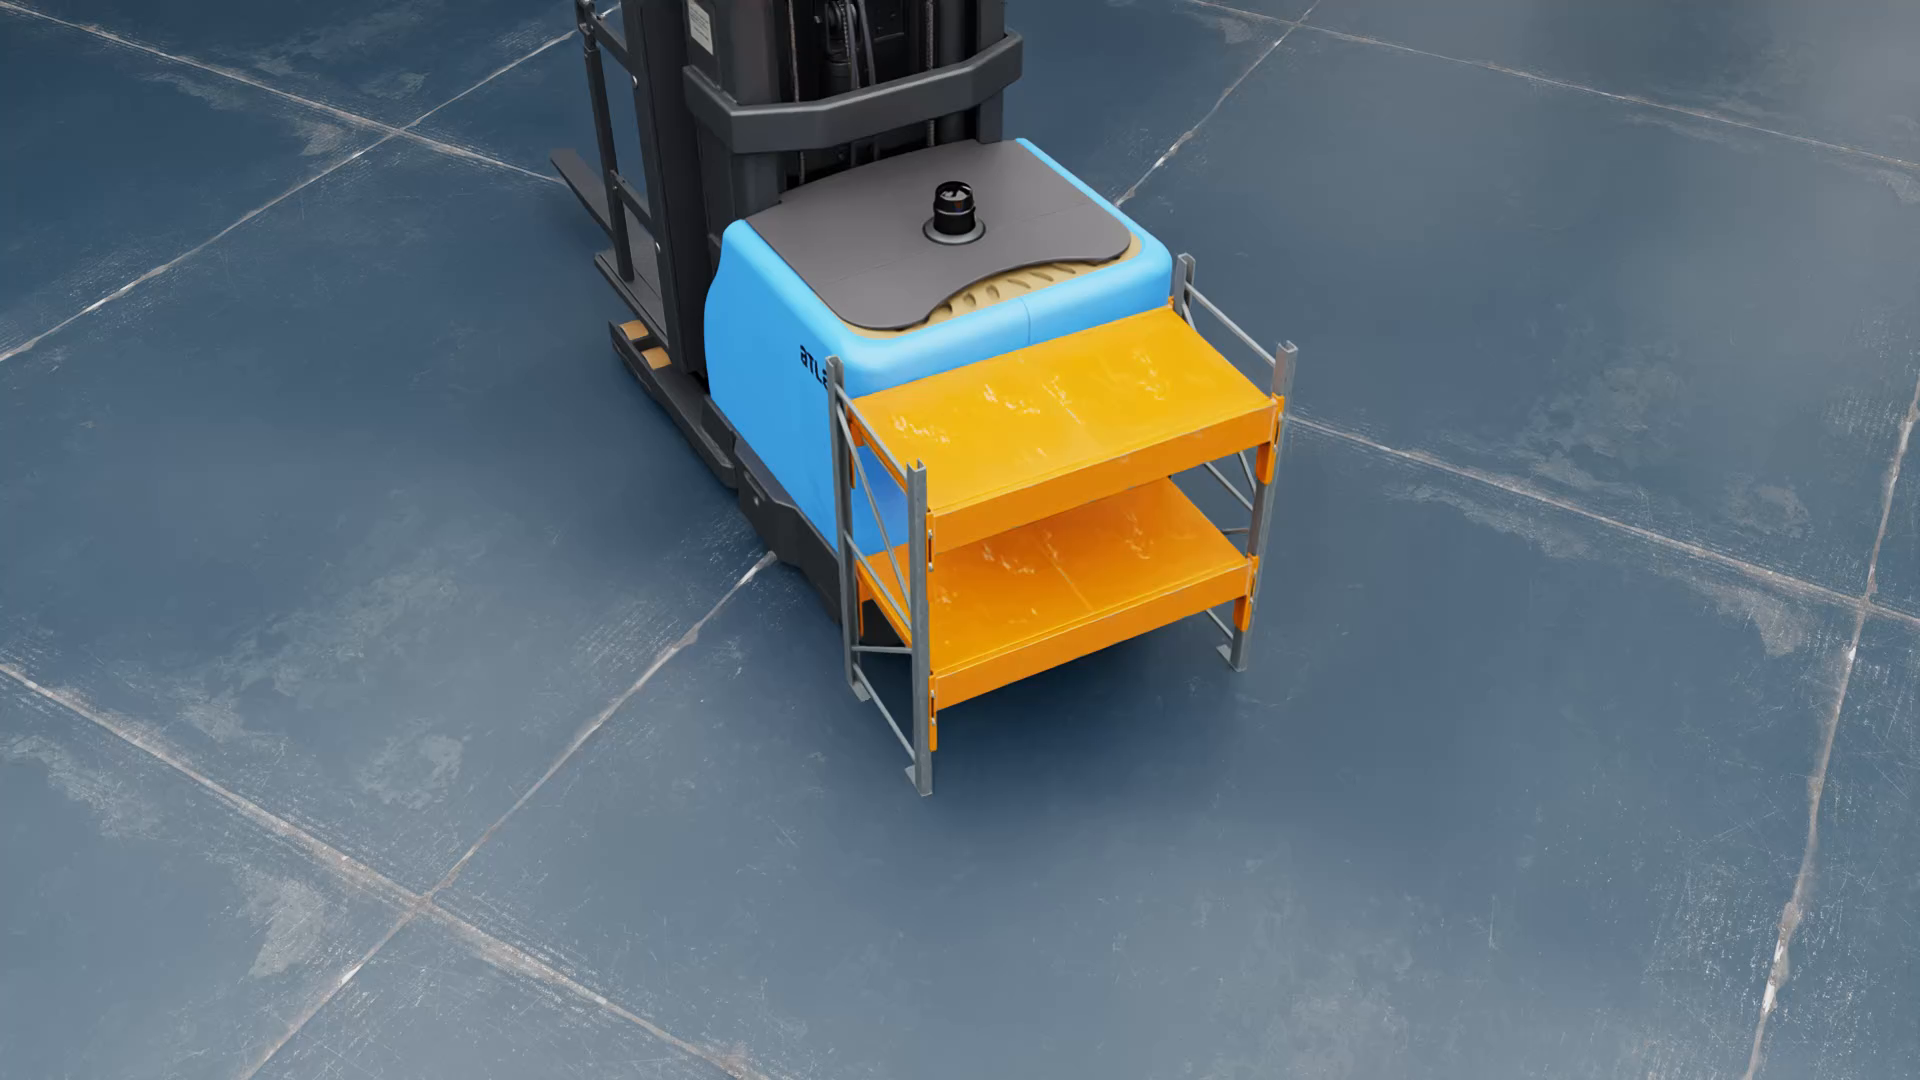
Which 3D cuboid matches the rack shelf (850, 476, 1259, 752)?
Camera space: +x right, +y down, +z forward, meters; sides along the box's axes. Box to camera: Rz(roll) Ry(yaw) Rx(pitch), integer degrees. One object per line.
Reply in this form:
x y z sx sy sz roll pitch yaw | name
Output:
0.250 0.149 4.600 1.000 0.278 0.538 -19 45 -20 | rack shelf

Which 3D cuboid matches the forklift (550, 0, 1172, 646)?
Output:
-0.587 -1.751 5.021 1.130 2.935 3.031 -22 46 -23 | forklift

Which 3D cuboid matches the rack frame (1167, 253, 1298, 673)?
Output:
0.703 -0.188 4.613 0.032 1.125 0.500 -19 45 -20 | rack frame

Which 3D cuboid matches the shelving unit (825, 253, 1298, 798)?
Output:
0.250 -0.035 4.438 1.048 1.125 0.538 -19 45 -20 | shelving unit

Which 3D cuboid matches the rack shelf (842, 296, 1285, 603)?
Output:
0.250 -0.254 4.245 1.000 0.278 0.538 -19 45 -20 | rack shelf

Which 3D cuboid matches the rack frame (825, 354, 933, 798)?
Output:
-0.202 0.119 4.264 0.032 1.125 0.500 -19 45 -20 | rack frame
